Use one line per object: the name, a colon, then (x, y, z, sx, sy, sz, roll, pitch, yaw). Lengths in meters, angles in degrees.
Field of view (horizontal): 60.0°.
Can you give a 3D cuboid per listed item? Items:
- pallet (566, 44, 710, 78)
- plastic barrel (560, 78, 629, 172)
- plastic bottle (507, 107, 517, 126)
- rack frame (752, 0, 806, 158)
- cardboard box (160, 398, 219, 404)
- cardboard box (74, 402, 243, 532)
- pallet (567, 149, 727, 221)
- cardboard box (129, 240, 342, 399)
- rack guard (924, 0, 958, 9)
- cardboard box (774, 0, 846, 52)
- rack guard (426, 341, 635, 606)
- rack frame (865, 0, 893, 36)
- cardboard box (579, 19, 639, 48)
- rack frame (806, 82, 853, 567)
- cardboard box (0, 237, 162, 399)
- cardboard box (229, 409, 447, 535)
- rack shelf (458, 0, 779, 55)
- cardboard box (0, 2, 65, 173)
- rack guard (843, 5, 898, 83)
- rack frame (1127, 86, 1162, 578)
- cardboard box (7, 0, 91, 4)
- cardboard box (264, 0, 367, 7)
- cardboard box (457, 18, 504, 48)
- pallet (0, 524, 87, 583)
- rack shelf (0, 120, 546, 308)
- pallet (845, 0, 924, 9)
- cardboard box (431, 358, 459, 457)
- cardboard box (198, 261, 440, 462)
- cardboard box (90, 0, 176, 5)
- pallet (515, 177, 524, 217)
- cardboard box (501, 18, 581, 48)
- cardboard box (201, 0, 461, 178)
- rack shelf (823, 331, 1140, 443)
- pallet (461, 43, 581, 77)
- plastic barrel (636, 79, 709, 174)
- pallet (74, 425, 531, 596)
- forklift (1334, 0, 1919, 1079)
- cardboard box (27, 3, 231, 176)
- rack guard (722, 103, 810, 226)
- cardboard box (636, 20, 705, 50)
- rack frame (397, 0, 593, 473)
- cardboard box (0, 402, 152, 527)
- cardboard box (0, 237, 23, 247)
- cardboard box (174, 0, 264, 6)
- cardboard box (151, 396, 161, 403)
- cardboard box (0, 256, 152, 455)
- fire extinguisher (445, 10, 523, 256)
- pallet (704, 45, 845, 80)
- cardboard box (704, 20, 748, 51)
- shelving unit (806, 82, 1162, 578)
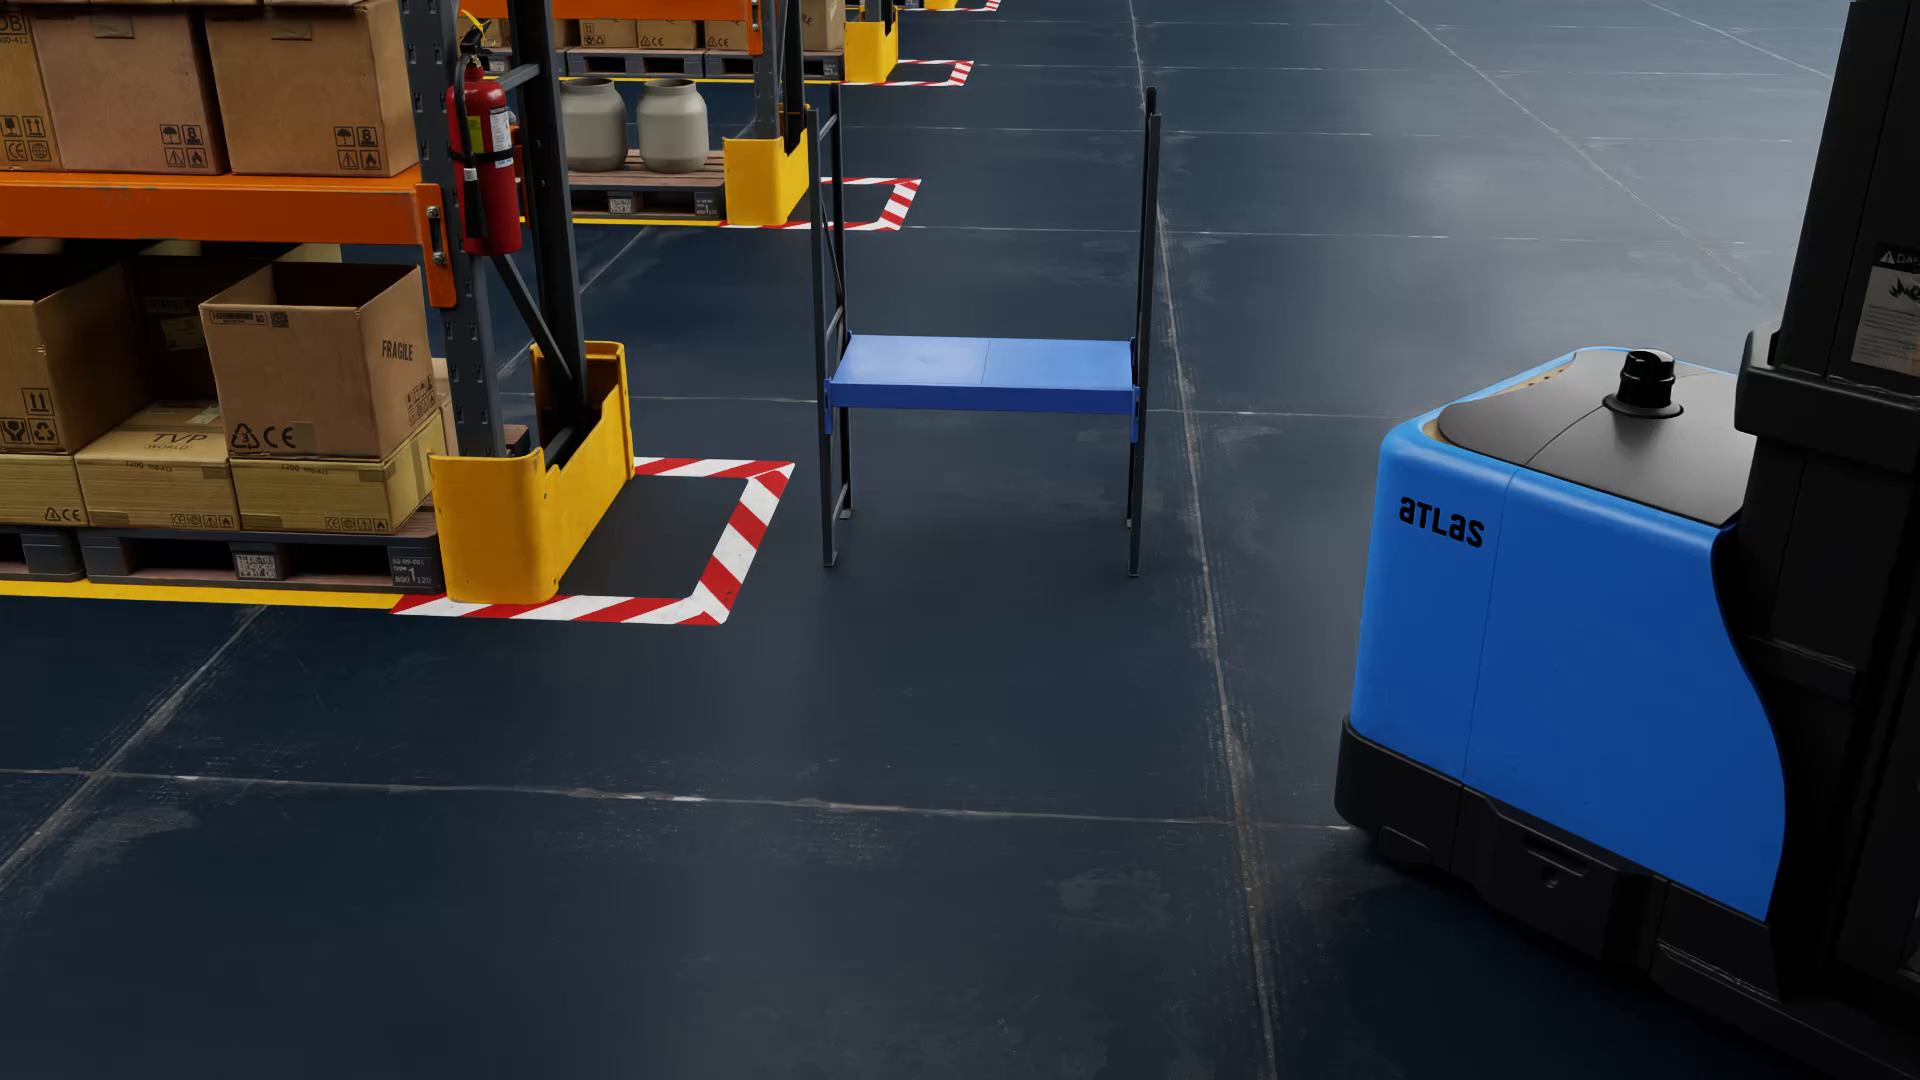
pallet: (-2.801, -4.347, 14.946, 1.213, 0.211, 1.003, 2, 25, 4)
plastic barrel: (-2.246, -2.532, 10.139, 0.421, 0.512, 0.421, 0, 25, 0)
plastic bottle: (-2.868, -2.615, 10.582, 0.097, 0.271, 0.097, 0, 25, 0)
rack frame: (-1.084, -3.467, 9.695, 0.127, 3.000, 1.000, 2, 25, 4)
cardboard box: (-2.483, -0.468, 5.966, 0.500, 0.250, 0.500, 2, 25, 4)
cardboard box: (-2.524, -0.249, 5.490, 0.500, 0.250, 0.500, 2, 25, 4)
pallet: (-1.973, -2.211, 10.302, 1.213, 0.211, 1.003, 2, 25, 4)
cardboard box: (-2.483, -0.810, 5.811, 0.500, 0.500, 0.500, 2, 25, 4)
rack guard: (-0.200, -6.459, 19.188, 0.348, 0.500, 1.175, 2, 25, 4)
cardboard box: (-1.326, -4.613, 14.675, 0.500, 0.500, 0.500, 6, 25, 14)
rack guard: (-1.443, -0.266, 5.730, 0.348, 0.500, 1.175, 2, 25, 4)
rack frame: (-0.705, -5.531, 14.182, 0.127, 3.000, 1.000, 2, 25, 4)
cardboard box: (-3.101, -4.682, 14.825, 0.500, 0.500, 0.500, 0, 25, -1)
rack frame: (-0.422, -0.695, 5.466, 0.032, 1.500, 0.500, 2, 25, 4)
cardboard box: (-2.983, -0.820, 5.834, 0.500, 0.500, 0.500, 2, 25, 4)
cardboard box: (-2.024, -0.238, 5.466, 0.500, 0.250, 0.500, 2, 25, 4)
rack shelf: (-3.078, -3.204, 9.985, 4.000, 0.370, 1.077, 2, 25, 4)
cardboard box: (-2.950, -1.501, 5.304, 0.500, 0.500, 0.700, 2, 25, 4)
rack guard: (-0.781, -4.398, 14.709, 0.348, 0.500, 1.175, 2, 25, 4)
rack frame: (0.592, -0.662, 5.395, 0.032, 1.500, 0.500, 2, 25, 4)
cardboard box: (-2.629, -1.700, 4.961, 0.250, 0.149, 0.380, 2, 25, 5)
cardboard box: (-1.862, -1.675, 4.906, 0.250, 0.149, 0.380, 1, 25, 3)
cardboard box: (-4.297, -4.685, 14.830, 0.500, 0.500, 0.500, 1, 25, 2)
pallet: (-3.446, -0.183, 5.894, 1.213, 0.211, 1.003, 2, 25, 4)
rack shelf: (-3.461, -1.139, 5.498, 4.000, 0.370, 1.077, 2, 25, 4)
pallet: (-1.028, -6.321, 19.235, 1.213, 0.211, 1.003, 2, 25, 4)
cardboard box: (-1.985, -0.454, 5.935, 0.500, 0.250, 0.500, 2, 25, 4)
cardboard box: (-2.024, -0.578, 5.307, 0.500, 0.500, 0.500, 2, 25, 4)
cardboard box: (-2.379, -1.691, 4.941, 0.250, 0.149, 0.380, 1, 25, 3)
pallet: (-3.186, -2.251, 10.389, 1.213, 0.211, 1.003, 2, 25, 4)
cardboard box: (-3.726, -4.669, 14.797, 0.500, 0.500, 0.500, 10, 27, 21)
cardboard box: (-1.931, -1.468, 5.232, 0.500, 0.500, 0.700, 2, 25, 4)
rack shelf: (0.085, -0.515, 5.506, 1.000, 0.185, 0.538, 2, 25, 4)
pallet: (-4.021, -4.385, 15.028, 1.213, 0.211, 1.003, 2, 25, 4)
plastic barrel: (-1.746, -2.516, 10.104, 0.421, 0.512, 0.421, 0, 25, 0)
pallet: (-2.233, -0.143, 5.807, 1.213, 0.211, 1.003, 2, 25, 4)
forklift: (2.298, -0.286, 2.864, 1.130, 2.935, 3.031, -21, 32, -38)
cardboard box: (-2.455, -1.483, 5.264, 0.500, 0.500, 0.700, 2, 25, 5)
rack guard: (-1.163, -2.314, 10.180, 0.348, 0.500, 1.175, 2, 25, 4)
cardboard box: (-2.548, -4.646, 14.746, 0.500, 0.500, 0.500, 4, 25, 9)
rack frame: (-1.467, -1.402, 5.209, 0.127, 3.000, 1.000, 2, 25, 4)
cardboard box: (-3.022, -0.264, 5.523, 0.500, 0.250, 0.500, 2, 25, 4)
cardboard box: (-3.480, -0.844, 5.885, 0.500, 0.500, 0.500, 2, 25, 4)
cardboard box: (-2.124, -1.683, 4.923, 0.250, 0.149, 0.380, 2, 25, 5)
cardboard box: (-2.982, -0.484, 6.001, 0.500, 0.250, 0.500, 2, 25, 4)
cardboard box: (-3.023, -0.604, 5.363, 0.500, 0.500, 0.500, 2, 25, 4)
fire extinguisher: (-1.385, -1.170, 4.796, 0.183, 0.674, 0.296, 2, 25, 4)
pallet: (-1.588, -4.307, 14.858, 1.213, 0.211, 1.003, 2, 25, 4)
cardboard box: (-1.925, -4.618, 14.685, 0.500, 0.500, 0.500, 8, 26, 18)
shelving unit: (0.085, -0.679, 5.431, 1.048, 1.500, 0.538, 2, 25, 4)
